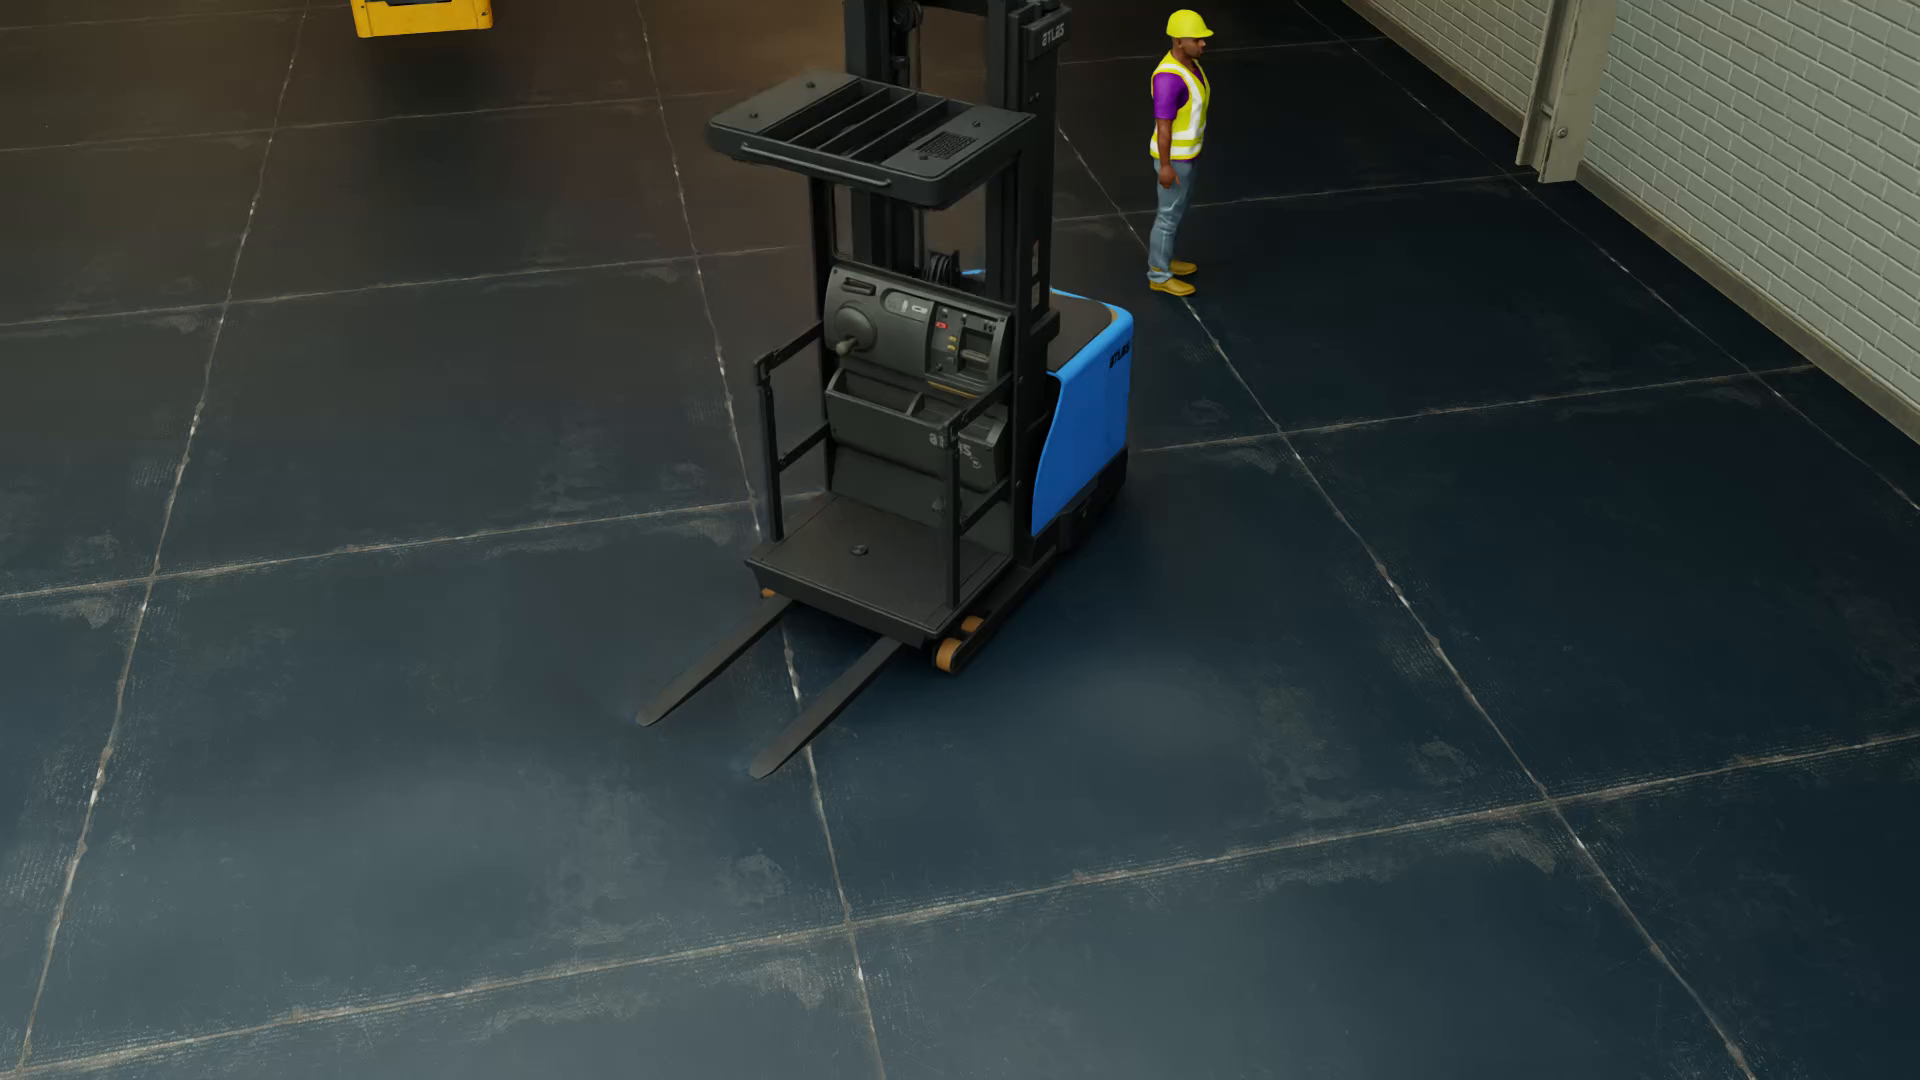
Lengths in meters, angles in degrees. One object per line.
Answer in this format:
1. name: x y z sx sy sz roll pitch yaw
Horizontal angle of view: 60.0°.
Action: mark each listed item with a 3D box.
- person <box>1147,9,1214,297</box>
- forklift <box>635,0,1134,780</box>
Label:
1. person: 1.382 -2.429 10.424 0.387 1.771 0.614 9 37 12
2. forklift: -0.315 -0.883 7.278 1.130 2.935 3.031 20 40 25
